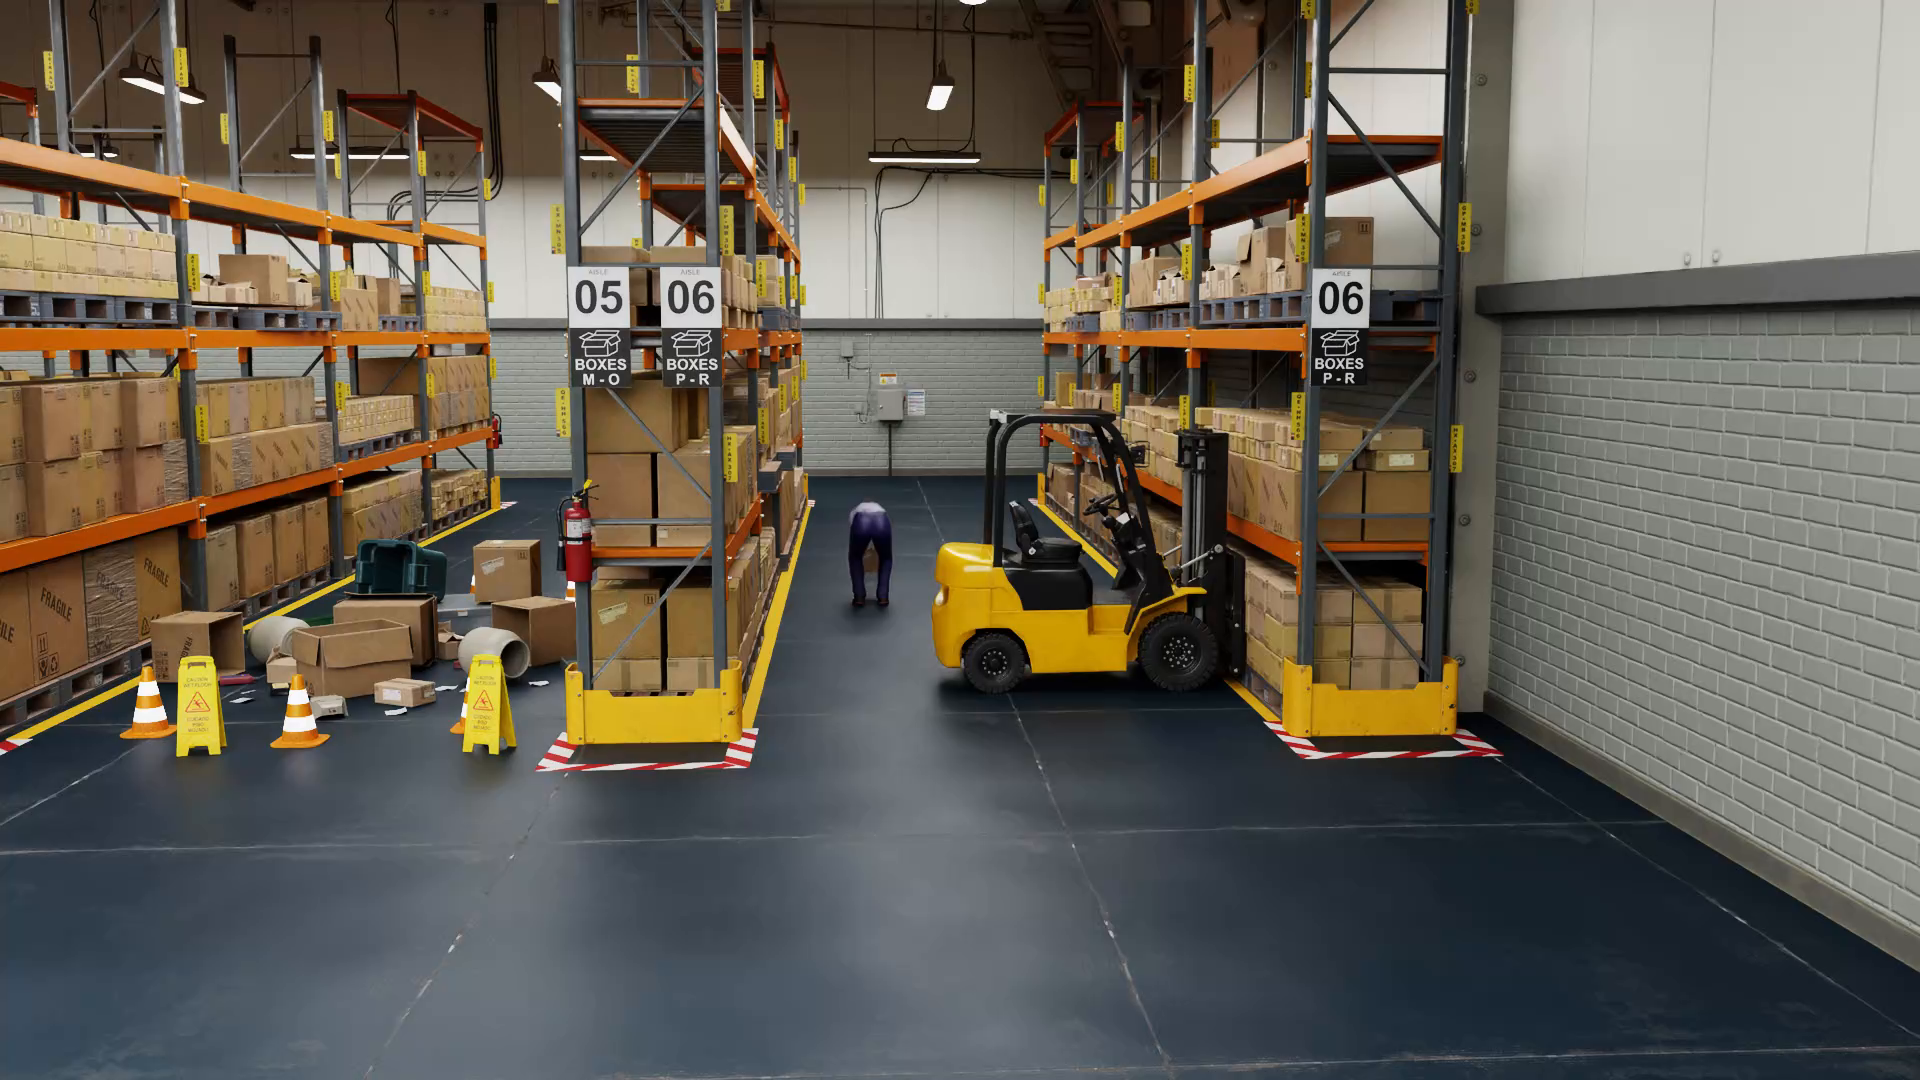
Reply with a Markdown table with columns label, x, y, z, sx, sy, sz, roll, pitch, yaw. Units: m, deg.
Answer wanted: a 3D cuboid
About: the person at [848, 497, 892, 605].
| label | x | y | z | sx | sy | sz | roll | pitch | yaw |
| --- | --- | --- | --- | --- | --- | --- | --- | --- | --- |
| person | -0.936 | 0.118 | 17.279 | 0.456 | 1.063 | 0.852 | -1 | 7 | -6 |
